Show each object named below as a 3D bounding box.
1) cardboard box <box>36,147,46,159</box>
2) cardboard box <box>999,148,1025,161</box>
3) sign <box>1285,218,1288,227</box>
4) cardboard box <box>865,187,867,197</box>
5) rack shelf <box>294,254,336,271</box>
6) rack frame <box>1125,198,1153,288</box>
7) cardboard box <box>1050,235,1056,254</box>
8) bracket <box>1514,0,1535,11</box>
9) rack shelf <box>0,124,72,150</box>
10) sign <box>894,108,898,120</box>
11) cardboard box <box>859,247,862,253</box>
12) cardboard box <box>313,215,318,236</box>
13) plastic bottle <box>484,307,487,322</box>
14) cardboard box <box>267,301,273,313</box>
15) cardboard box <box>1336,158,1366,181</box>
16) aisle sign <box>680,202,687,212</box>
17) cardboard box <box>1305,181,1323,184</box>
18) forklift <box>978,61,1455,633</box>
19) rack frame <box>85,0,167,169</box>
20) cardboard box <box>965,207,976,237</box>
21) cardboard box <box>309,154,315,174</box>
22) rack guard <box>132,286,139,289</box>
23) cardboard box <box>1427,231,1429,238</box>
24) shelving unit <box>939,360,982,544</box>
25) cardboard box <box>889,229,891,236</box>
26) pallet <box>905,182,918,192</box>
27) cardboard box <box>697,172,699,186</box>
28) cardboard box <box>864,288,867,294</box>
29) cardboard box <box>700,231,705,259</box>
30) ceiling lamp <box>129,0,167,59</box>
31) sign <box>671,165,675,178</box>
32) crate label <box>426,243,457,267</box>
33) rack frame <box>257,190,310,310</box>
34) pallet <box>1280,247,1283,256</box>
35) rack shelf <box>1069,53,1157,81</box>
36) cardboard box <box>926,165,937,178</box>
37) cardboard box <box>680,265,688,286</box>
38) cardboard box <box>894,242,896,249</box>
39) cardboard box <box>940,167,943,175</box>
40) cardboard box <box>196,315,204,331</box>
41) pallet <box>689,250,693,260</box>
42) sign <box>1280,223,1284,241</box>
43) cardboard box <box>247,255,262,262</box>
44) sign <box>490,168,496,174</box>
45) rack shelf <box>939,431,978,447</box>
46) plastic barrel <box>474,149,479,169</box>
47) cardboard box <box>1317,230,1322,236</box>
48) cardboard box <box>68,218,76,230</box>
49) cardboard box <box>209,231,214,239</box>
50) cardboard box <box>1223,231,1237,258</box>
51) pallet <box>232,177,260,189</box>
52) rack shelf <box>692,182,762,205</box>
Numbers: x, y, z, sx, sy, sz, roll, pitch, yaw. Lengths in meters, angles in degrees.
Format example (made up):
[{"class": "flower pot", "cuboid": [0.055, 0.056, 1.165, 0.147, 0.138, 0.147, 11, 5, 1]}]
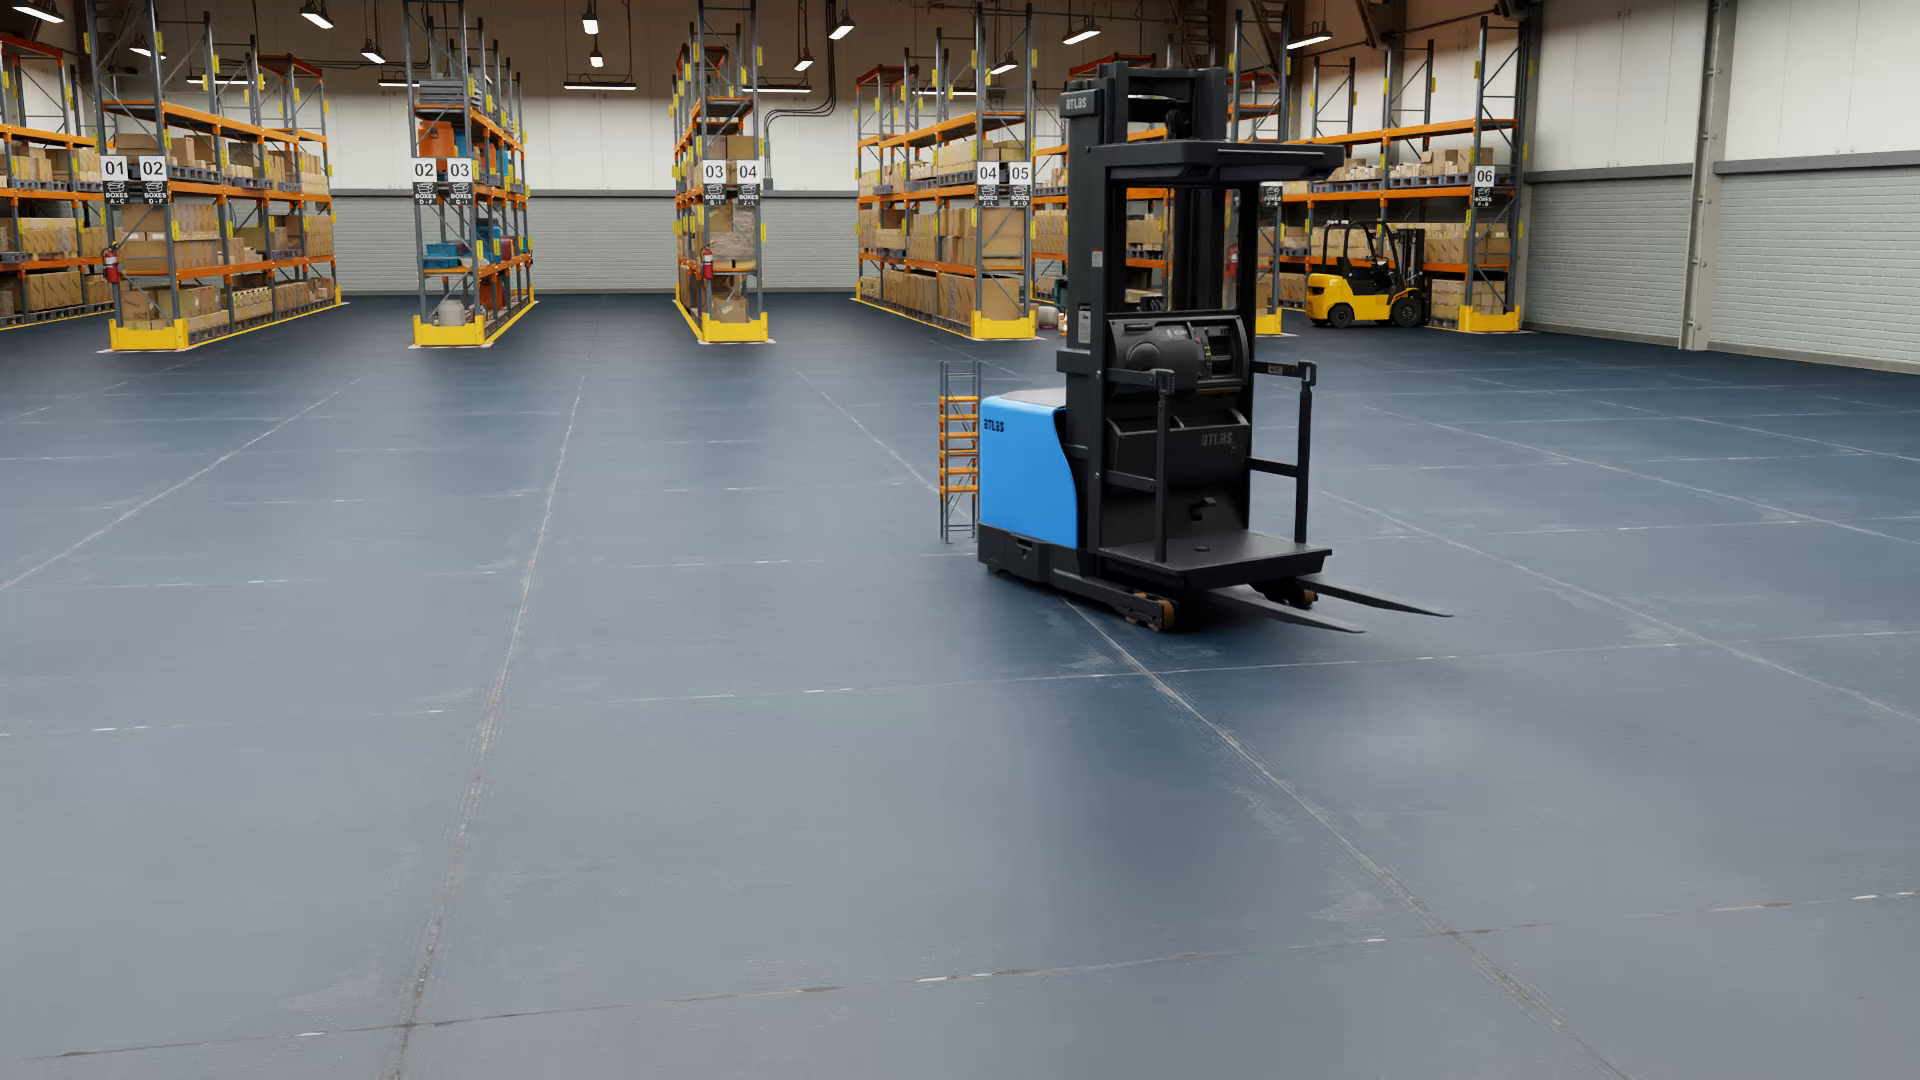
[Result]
[{"class": "cardboard box", "cuboid": [-20.953, -8.701, 37.419, 0.500, 0.250, 0.500, -1, 11, -7]}, {"class": "cardboard box", "cuboid": [0.958, -7.161, 30.990, 0.500, 0.250, 0.500, -2, 11, -11]}, {"class": "sign", "cuboid": [8.714, -8.432, 44.378, 0.100, 0.325, 0.005, -2, 11, -11]}, {"class": "cardboard box", "cuboid": [-2.264, -9.314, 44.486, 0.500, 0.250, 0.500, -2, 11, -13]}, {"class": "rack shelf", "cuboid": [-16.526, -6.955, 41.637, 1.077, 0.370, 4.000, -2, 11, -11]}, {"class": "rack frame", "cuboid": [4.080, -6.928, 39.571, 1.000, 3.000, 0.127, -2, 11, -11]}, {"class": "cardboard box", "cuboid": [2.743, -7.972, 44.790, 0.500, 0.500, 0.500, -2, 11, -12]}, {"class": "bracket", "cuboid": [10.985, -10.428, 32.292, 0.235, 0.232, 0.430, -2, 11, -11]}, {"class": "rack shelf", "cuboid": [-20.606, -8.791, 36.309, 1.077, 0.370, 4.000, -2, 11, -11]}, {"class": "sign", "cuboid": [-1.764, -11.696, 45.660, 0.100, 0.325, 0.005, -2, 11, -11]}, {"class": "cardboard box", "cuboid": [-2.571, -8.001, 45.885, 0.380, 0.149, 0.250, -2, 11, -11]}, {"class": "cardboard box", "cuboid": [-16.153, -7.767, 41.040, 0.500, 0.500, 0.500, -2, 11, -13]}, {"class": "plastic bottle", "cuboid": [-9.204, -4.364, 32.190, 0.061, 0.283, 0.133, -1, 11, -7]}, {"class": "cardboard box", "cuboid": [-15.017, -4.975, 35.546, 0.500, 0.250, 0.500, -2, 11, -10]}, {"class": "cardboard box", "cuboid": [9.048, -8.558, 38.459, 0.500, 0.500, 0.500, -2, 11, -10]}, {"class": "aisle sign", "cuboid": [-7.505, -9.314, 45.155, 0.394, 0.787, 0.004, -2, 11, -11]}, {"class": "cardboard box", "cuboid": [8.643, -8.761, 40.515, 0.380, 0.149, 0.250, -2, 11, -10]}, {"class": "forklift", "cuboid": [1.320, -1.064, 8.947, 1.130, 2.935, 3.031, -7, 13, -32]}, {"class": "rack frame", "cuboid": [-13.803, -7.687, 27.518, 1.000, 3.000, 0.127, -2, 11, -11]}, {"class": "cardboard box", "cuboid": [0.568, -6.033, 31.581, 0.875, 0.550, 0.550, -2, 11, -11]}, {"class": "cardboard box", "cuboid": [-16.582, -9.412, 41.663, 0.700, 0.500, 0.500, -2, 11, -11]}, {"class": "rack guard", "cuboid": [-21.778, -6.270, 42.804, 1.175, 0.500, 0.348, -2, 11, -11]}, {"class": "cardboard box", "cuboid": [9.928, -6.346, 34.514, 0.380, 0.149, 0.250, -2, 11, -11]}, {"class": "shelving unit", "cuboid": [0.003, -0.587, 11.070, 0.258, 1.200, 0.189, -2, 11, -11]}, {"class": "cardboard box", "cuboid": [-1.495, -7.365, 39.826, 0.380, 0.149, 0.250, -2, 11, -11]}, {"class": "pallet", "cuboid": [-0.579, -7.994, 37.655, 1.213, 0.211, 1.003, -2, 11, -8]}, {"class": "cardboard box", "cuboid": [-4.722, -6.857, 31.578, 0.500, 0.250, 0.500, -2, 11, -12]}, {"class": "cardboard box", "cuboid": [-2.396, -6.753, 45.156, 0.380, 0.149, 0.250, -2, 11, -10]}, {"class": "cardboard box", "cuboid": [-4.380, -5.484, 30.925, 0.875, 0.500, 0.500, -2, 11, -11]}, {"class": "ceiling lamp", "cuboid": [-18.081, -12.524, 37.318, 0.800, 3.185, 2.000, -2, 11, -11]}, {"class": "sign", "cuboid": [-7.743, -9.957, 44.916, 0.100, 0.325, 0.005, -2, 11, -11]}, {"class": "crate label", "cuboid": [-9.567, -5.265, 30.741, 0.502, 0.435, 0.616, -2, 11, -11]}, {"class": "rack frame", "cuboid": [-16.137, -6.941, 39.643, 1.000, 3.000, 0.127, -2, 11, -11]}, {"class": "pallet", "cuboid": [8.565, -7.371, 42.414, 1.003, 0.211, 1.213, -2, 11, -11]}, {"class": "rack shelf", "cuboid": [3.691, -11.521, 40.694, 1.077, 0.370, 4.000, -2, 11, -11]}, {"class": "cardboard box", "cuboid": [-0.434, -7.869, 35.506, 0.500, 0.250, 0.500, -2, 11, -11]}, {"class": "cardboard box", "cuboid": [-6.275, -6.347, 41.078, 1.225, 0.875, 0.875, -2, 11, -11]}, {"class": "cardboard box", "cuboid": [-1.349, -6.931, 39.139, 0.380, 0.149, 0.250, -2, 11, -11]}, {"class": "cardboard box", "cuboid": [-0.188, -7.474, 33.703, 0.380, 0.149, 0.250, -2, 11, -11]}, {"class": "cardboard box", "cuboid": [-13.887, -3.886, 29.819, 0.500, 0.250, 0.500, -2, 11, -11]}, {"class": "pallet", "cuboid": [-5.398, -6.346, 37.029, 1.213, 0.211, 1.003, -2, 11, -11]}, {"class": "sign", "cuboid": [6.168, -5.905, 31.885, 0.100, 0.325, 0.005, -2, 11, -11]}, {"class": "cardboard box", "cuboid": [-14.913, -5.929, 34.998, 0.380, 0.149, 0.250, -2, 11, -11]}, {"class": "sign", "cuboid": [-9.180, -7.149, 32.690, 0.100, 0.325, 0.005, -2, 11, -11]}, {"class": "rack shelf", "cuboid": [0.003, -0.661, 11.056, 0.258, 0.103, 0.180, -2, 11, -11]}, {"class": "plastic barrel", "cuboid": [-10.425, -7.793, 34.947, 0.600, 0.830, 0.708, -2, 11, -11]}, {"class": "cardboard box", "cuboid": [8.774, -7.358, 39.832, 0.380, 0.149, 0.250, -2, 11, -10]}, {"class": "cardboard box", "cuboid": [-20.653, -7.257, 38.182, 0.500, 0.250, 0.500, -2, 11, -10]}, {"class": "cardboard box", "cuboid": [-14.218, -5.706, 31.152, 0.380, 0.149, 0.250, -2, 11, -13]}, {"class": "cardboard box", "cuboid": [5.260, -5.745, 32.295, 0.500, 0.500, 0.500, -2, 11, -12]}, {"class": "pallet", "cuboid": [-14.919, -7.262, 33.812, 1.003, 0.211, 1.213, -2, 11, -8]}, {"class": "rack shelf", "cuboid": [-4.474, -6.587, 31.683, 1.077, 0.370, 4.000, -2, 11, -11]}]
